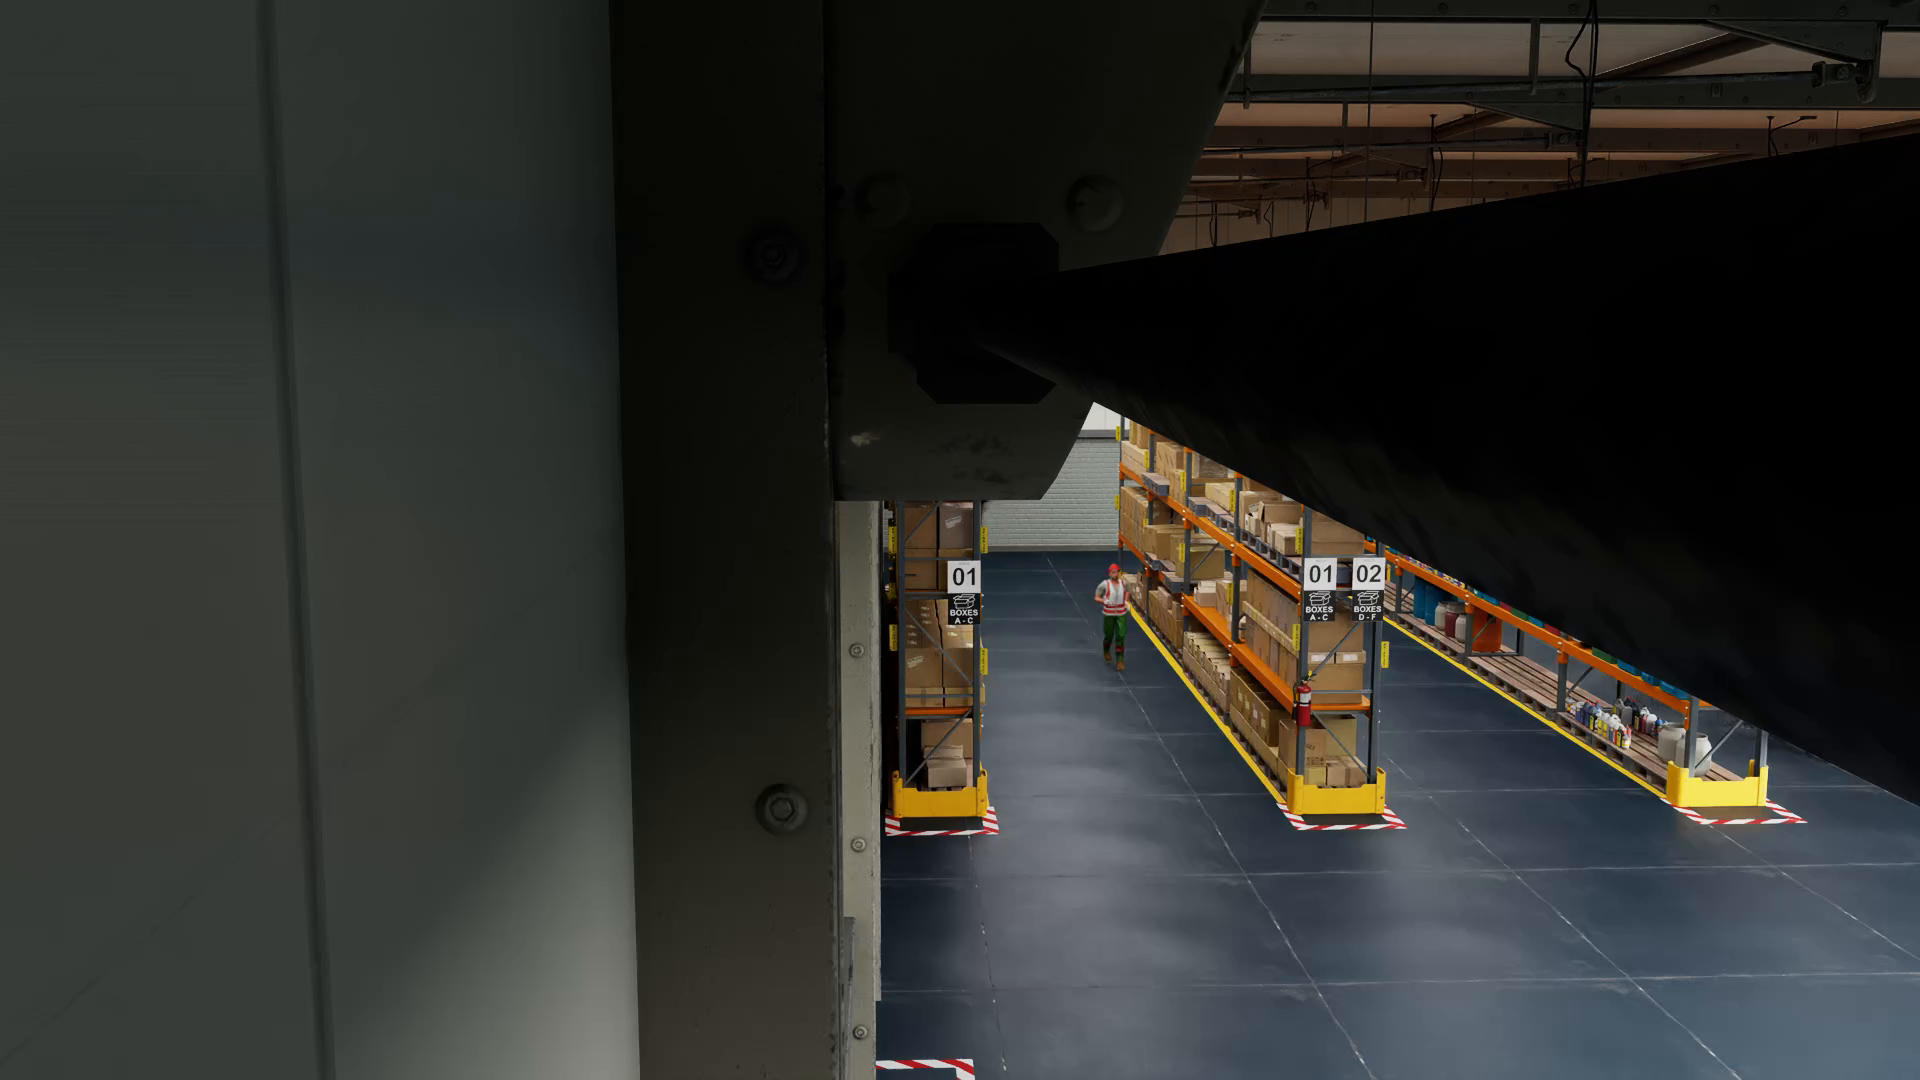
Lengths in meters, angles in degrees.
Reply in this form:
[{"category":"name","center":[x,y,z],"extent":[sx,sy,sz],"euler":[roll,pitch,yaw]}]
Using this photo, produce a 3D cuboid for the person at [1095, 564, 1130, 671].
[{"category":"person","center":[2.650,1.295,28.680],"extent":[0.657,1.776,0.968],"euler":[-1,8,-8]}]
